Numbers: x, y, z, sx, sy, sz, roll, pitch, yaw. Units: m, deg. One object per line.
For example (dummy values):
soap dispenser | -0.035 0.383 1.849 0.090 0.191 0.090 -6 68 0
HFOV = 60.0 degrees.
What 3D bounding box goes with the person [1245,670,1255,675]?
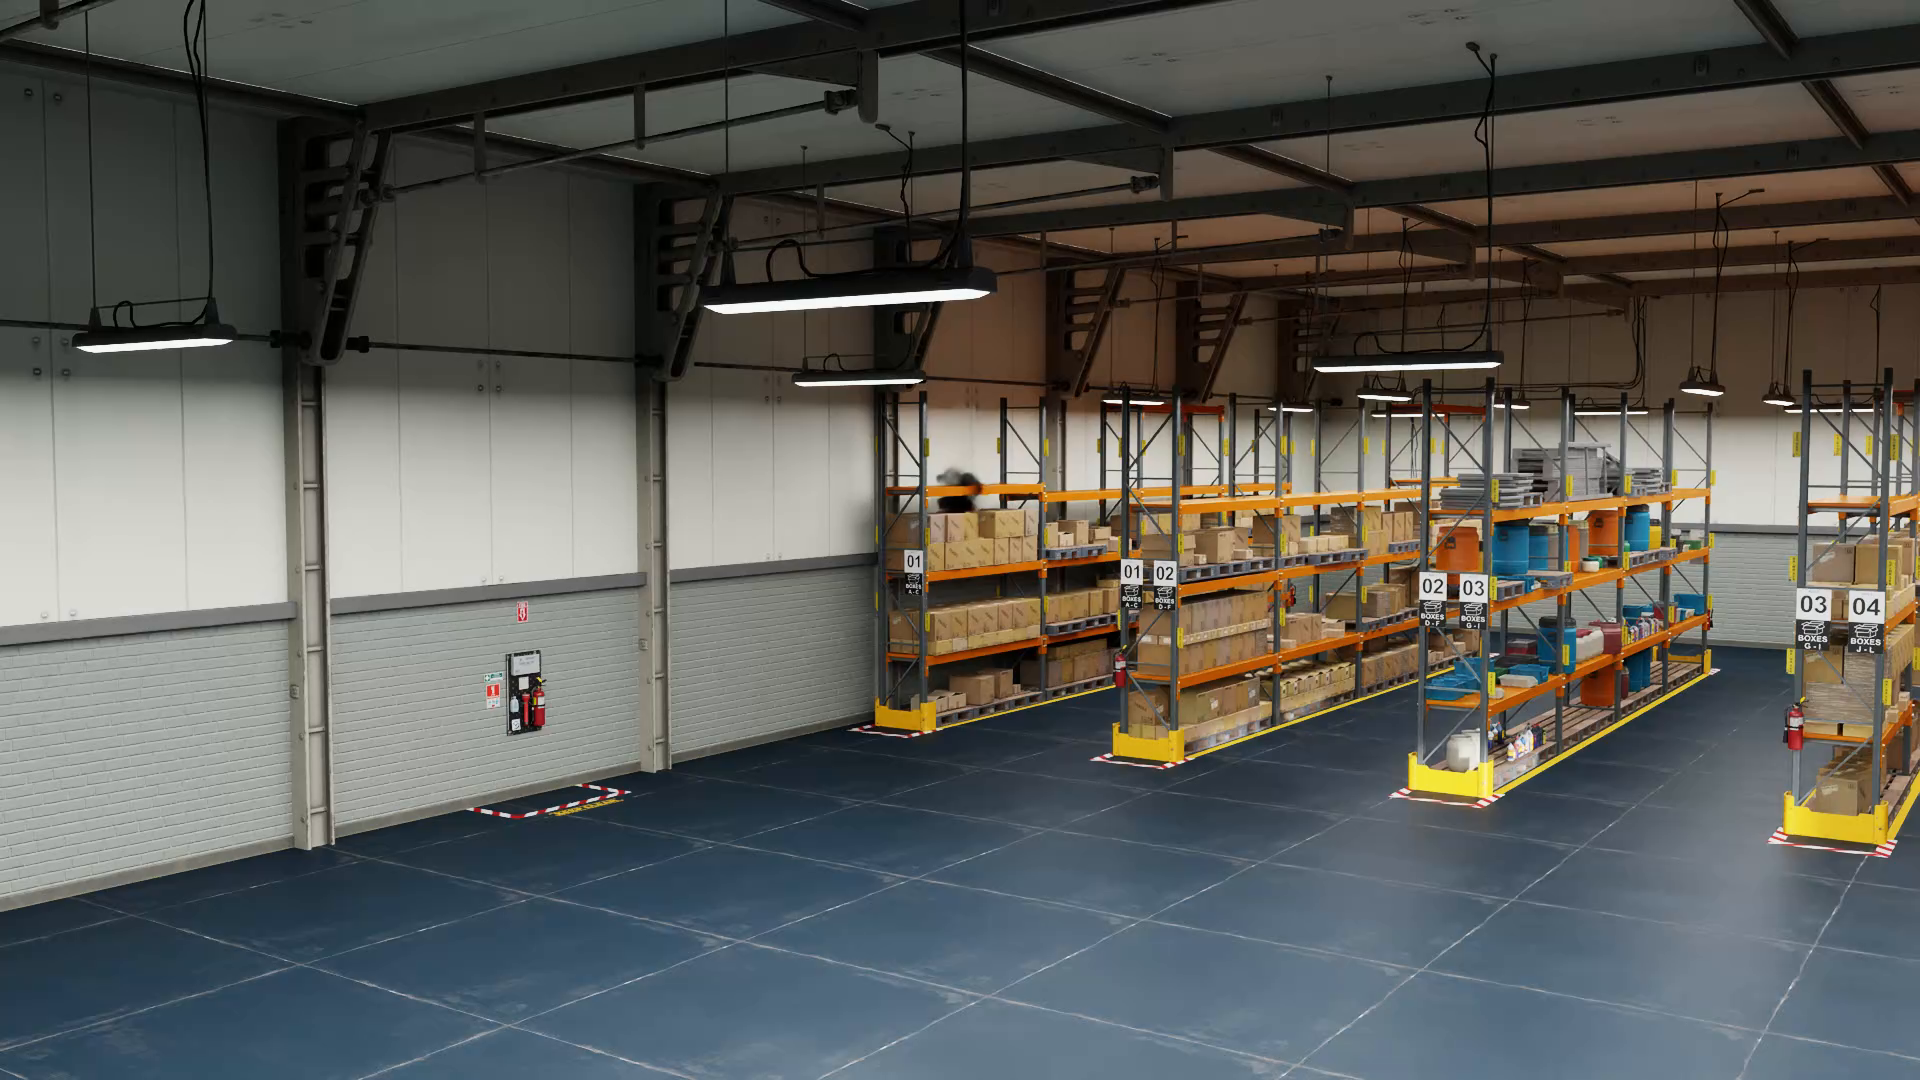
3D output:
person | 5.836 2.251 33.918 0.683 1.764 0.873 2 4 35
